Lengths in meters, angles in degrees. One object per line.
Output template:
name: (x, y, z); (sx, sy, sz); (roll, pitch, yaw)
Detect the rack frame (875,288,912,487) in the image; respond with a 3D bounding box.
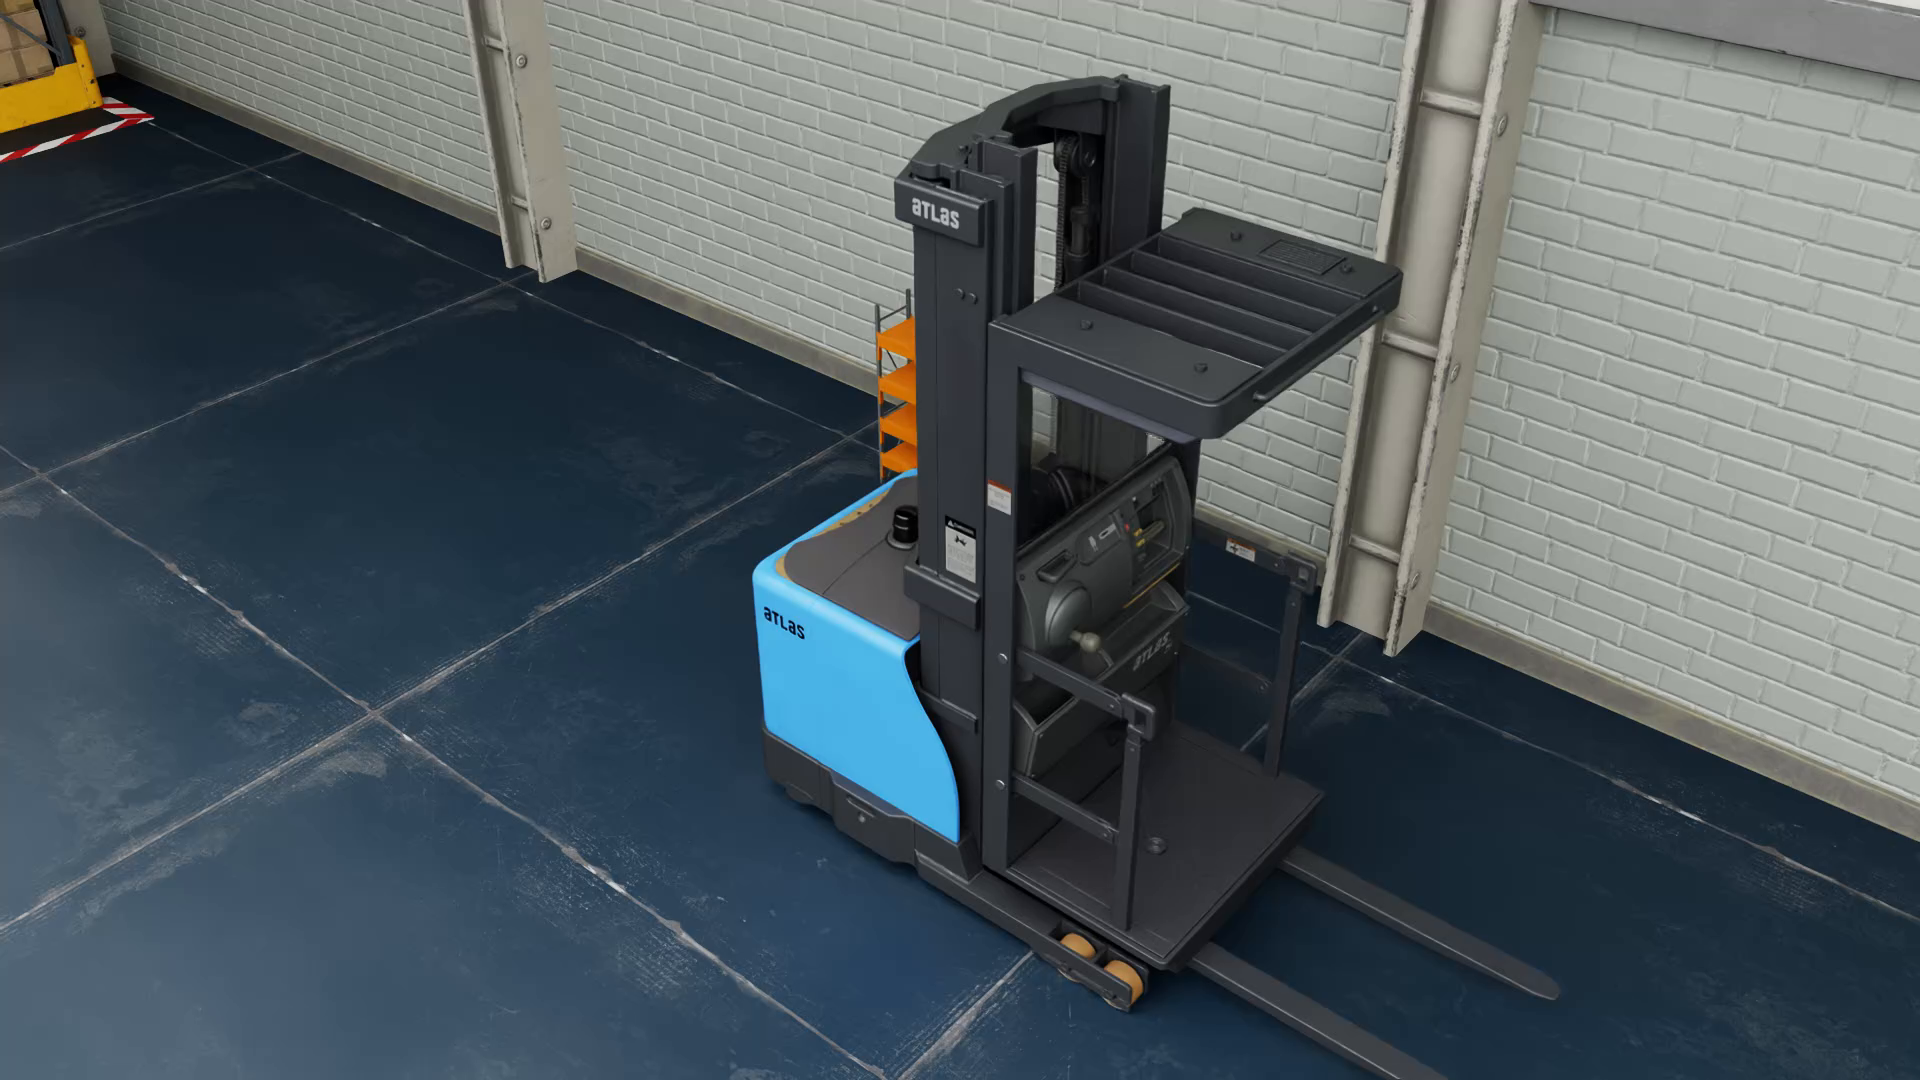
rack frame: (-0.315, -0.643, 8.126); (0.015, 1.200, 0.240); (25, 42, 32)

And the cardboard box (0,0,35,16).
cardboard box: (-7.616, -4.257, 12.973); (0.500, 0.250, 0.500); (25, 41, 31)

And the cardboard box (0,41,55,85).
cardboard box: (-7.620, -3.851, 13.266); (0.500, 0.250, 0.500); (25, 42, 32)

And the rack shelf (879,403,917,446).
rack shelf: (-0.127, -0.499, 8.036); (0.480, 0.148, 0.258); (25, 42, 32)

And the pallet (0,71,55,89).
pallet: (-7.983, -3.658, 13.390); (1.213, 0.211, 1.003); (25, 42, 32)

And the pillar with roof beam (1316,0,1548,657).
pillar with roof beam: (-0.859, -1.446, 2.407); (0.400, 9.000, 9.100); (25, 42, 32)

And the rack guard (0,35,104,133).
rack guard: (-7.350, -3.509, 12.918); (0.348, 0.500, 1.175); (25, 42, 32)

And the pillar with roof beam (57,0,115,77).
pillar with roof beam: (-10.081, -5.793, 8.736); (0.400, 9.000, 9.100); (25, 42, 32)

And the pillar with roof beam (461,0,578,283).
pillar with roof beam: (-5.470, -3.619, 5.571); (0.400, 9.000, 9.100); (25, 42, 32)

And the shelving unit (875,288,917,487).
shelving unit: (-0.127, -0.555, 7.998); (0.503, 1.200, 0.258); (25, 42, 32)

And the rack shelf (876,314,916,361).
rack shelf: (-0.127, -0.878, 7.775); (0.480, 0.148, 0.258); (25, 42, 32)

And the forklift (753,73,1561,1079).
forklift: (0.663, 0.099, 5.517); (3.031, 2.935, 1.130); (25, 42, 32)

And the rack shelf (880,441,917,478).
rack shelf: (-0.127, -0.335, 8.148); (0.480, 0.148, 0.258); (25, 42, 32)

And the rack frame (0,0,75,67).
rack frame: (-7.368, -4.548, 12.223); (0.127, 3.000, 1.000); (25, 42, 32)

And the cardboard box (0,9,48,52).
cardboard box: (-7.597, -4.055, 13.121); (0.500, 0.250, 0.500); (26, 42, 33)

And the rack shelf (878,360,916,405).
rack shelf: (-0.127, -0.683, 7.909); (0.480, 0.148, 0.258); (25, 42, 32)
